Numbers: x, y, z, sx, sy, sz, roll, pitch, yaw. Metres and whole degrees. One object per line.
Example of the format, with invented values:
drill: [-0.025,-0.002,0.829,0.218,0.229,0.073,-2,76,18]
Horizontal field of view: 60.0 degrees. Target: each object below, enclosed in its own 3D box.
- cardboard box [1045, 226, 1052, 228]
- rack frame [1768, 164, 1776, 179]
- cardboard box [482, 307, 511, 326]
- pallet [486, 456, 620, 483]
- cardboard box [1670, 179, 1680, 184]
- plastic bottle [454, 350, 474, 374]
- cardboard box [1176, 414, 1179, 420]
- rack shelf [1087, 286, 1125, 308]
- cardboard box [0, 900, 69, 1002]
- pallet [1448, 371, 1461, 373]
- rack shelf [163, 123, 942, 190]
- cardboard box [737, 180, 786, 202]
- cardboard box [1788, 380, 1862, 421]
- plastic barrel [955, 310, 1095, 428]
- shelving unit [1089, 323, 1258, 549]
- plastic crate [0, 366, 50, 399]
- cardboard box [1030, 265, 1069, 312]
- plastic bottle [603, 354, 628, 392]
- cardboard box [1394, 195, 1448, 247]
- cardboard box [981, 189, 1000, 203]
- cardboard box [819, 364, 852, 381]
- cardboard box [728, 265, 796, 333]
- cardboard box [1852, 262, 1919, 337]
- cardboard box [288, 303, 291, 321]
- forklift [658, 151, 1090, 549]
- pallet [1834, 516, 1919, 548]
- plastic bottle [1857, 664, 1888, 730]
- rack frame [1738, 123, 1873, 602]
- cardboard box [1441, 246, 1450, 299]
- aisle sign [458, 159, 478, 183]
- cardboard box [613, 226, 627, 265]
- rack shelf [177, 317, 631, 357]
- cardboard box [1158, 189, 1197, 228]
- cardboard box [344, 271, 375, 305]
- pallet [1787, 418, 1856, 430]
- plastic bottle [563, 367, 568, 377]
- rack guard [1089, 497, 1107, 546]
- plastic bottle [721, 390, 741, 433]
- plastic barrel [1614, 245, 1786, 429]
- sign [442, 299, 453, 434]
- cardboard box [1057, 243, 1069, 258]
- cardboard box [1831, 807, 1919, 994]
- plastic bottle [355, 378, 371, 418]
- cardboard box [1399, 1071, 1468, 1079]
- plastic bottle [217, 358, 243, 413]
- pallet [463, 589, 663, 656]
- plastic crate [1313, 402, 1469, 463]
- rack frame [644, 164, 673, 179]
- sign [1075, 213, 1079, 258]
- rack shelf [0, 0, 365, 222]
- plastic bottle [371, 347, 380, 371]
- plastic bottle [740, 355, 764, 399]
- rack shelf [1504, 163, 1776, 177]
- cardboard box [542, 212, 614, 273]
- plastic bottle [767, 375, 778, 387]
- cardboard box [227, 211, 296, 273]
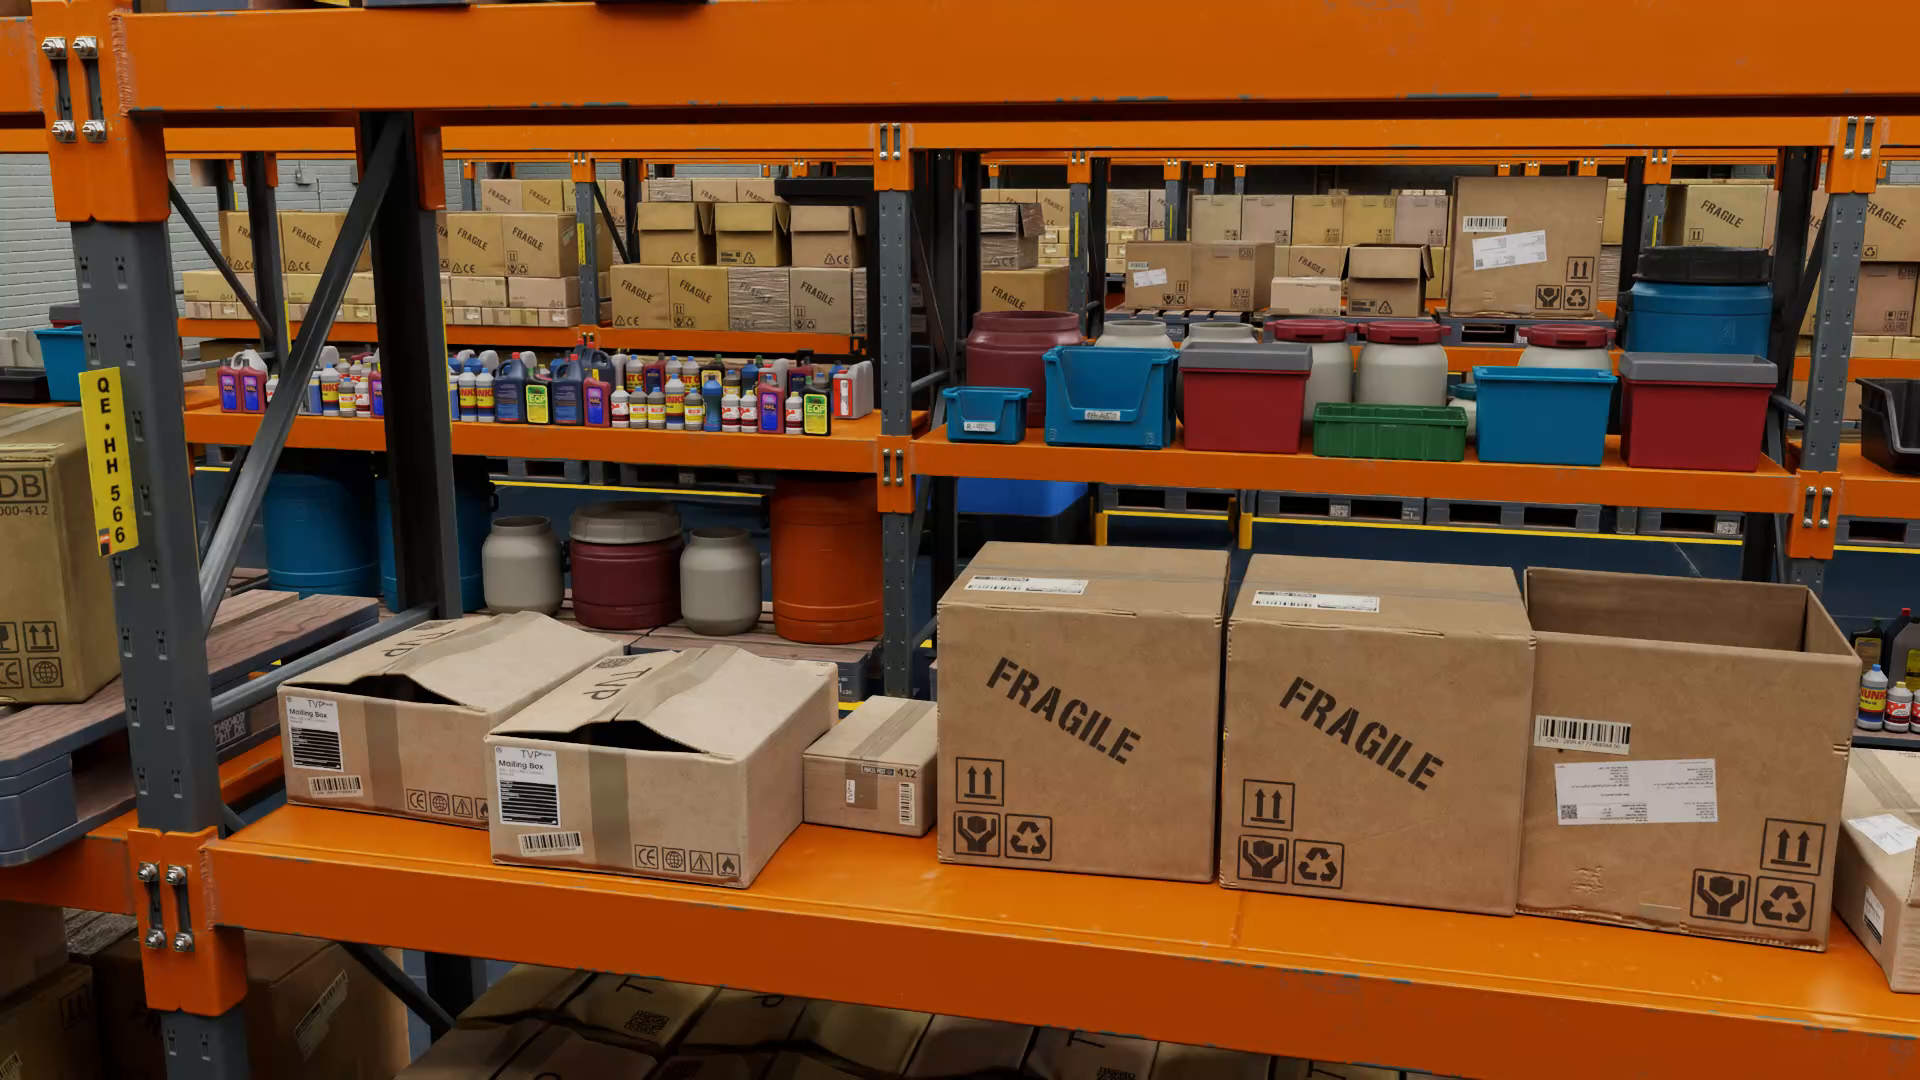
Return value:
cardboard box: [0.860,-3.340,18.099,0.250,0.149,0.380,4,13,16]
rack frame: [12.321,-4.523,25.194,0.127,3.000,1.000,3,13,14]
cardboard box: [-3.763,-1.869,13.811,0.250,0.149,0.380,3,13,13]
pallet: [-3.609,-0.712,14.457,1.213,0.211,1.003,3,13,14]
cardboard box: [8.599,-4.237,20.681,0.500,0.500,0.700,3,13,12]
plastic bottle: [-2.772,-0.918,9.232,0.135,0.276,0.152,3,13,14]
cardboard box: [1.649,-0.774,13.052,0.500,0.500,0.700,2,13,11]
rack shelf: [0.339,-2.600,18.190,4.000,0.370,1.077,3,13,14]
cardboard box: [-2.403,0.911,3.726,0.500,0.250,0.500,4,13,16]
pallet: [6.496,-2.365,21.907,1.213,0.211,1.003,3,13,14]
rack shelf: [-2.134,-1.985,8.493,4.000,0.370,1.077,3,13,14]
cardboard box: [-2.124,-3.705,18.282,0.500,0.500,0.500,3,13,12]
cardboard box: [8.519,-1.667,16.258,0.875,0.875,0.875,3,13,13]
plastic barrel: [0.330,-0.875,8.436,0.708,0.536,0.600,3,13,14]
shelving unit: [1.471,-0.733,11.574,1.083,1.500,0.587,0,13,0]
plastic crate: [-5.227,-0.873,9.238,0.590,0.125,0.437,3,13,14]
cardboard box: [0.587,-1.941,13.328,0.500,0.500,0.500,3,13,15]
plastic bottle: [-1.882,-0.870,9.018,0.135,0.276,0.152,3,13,14]
cardboard box: [4.690,-3.254,16.937,0.500,0.500,0.700,3,13,14]
cardboard box: [0.344,-4.535,22.708,0.500,0.500,0.500,3,13,13]
cardboard box: [-0.535,-1.066,13.548,0.875,0.875,1.225,3,13,14]
cardboard box: [-1.529,-1.938,13.313,0.500,0.500,0.500,3,13,12]
cardboard box: [6.286,-1.722,11.652,0.500,0.500,0.875,3,13,14]
cardboard box: [-5.756,-1.975,14.291,0.250,0.149,0.380,3,13,13]
forklift: [-0.648,-1.481,11.643,3.031,2.935,1.130,4,13,17]
pallet: [6.726,-0.151,11.926,1.213,0.211,1.003,3,13,14]
plastic bottle: [3.895,0.665,7.094,0.097,0.271,0.097,0,13,0]
rack frame: [3.691,-0.561,7.337,0.127,3.000,1.000,3,13,14]
cardboard box: [5.103,-2.686,16.685,0.500,0.500,0.500,3,13,13]
aisle sign: [-5.629,-4.473,18.967,0.004,0.787,0.394,3,13,14]
cardboard box: [-3.622,-3.300,18.765,0.500,0.500,0.500,3,13,12]
rack shelf: [-4.831,-1.770,14.448,4.000,0.370,1.077,3,13,14]
cardboard box: [2.948,-4.508,22.588,0.500,0.500,0.500,3,13,12]
cardboard box: [-4.871,-2.137,14.101,0.500,0.250,0.500,3,13,12]
pallet: [8.072,-1.160,16.475,1.213,0.211,1.003,3,13,14]
plastic bottle: [-1.942,-0.742,8.422,0.133,0.283,0.061,3,13,14]
rack guard: [0.973,-0.123,11.713,0.087,0.250,0.587,0,13,0]
plastic bottle: [-1.114,-0.630,8.105,0.097,0.201,0.097,0,13,0]
plastic barrel: [3.388,-0.889,7.660,0.708,0.901,0.600,3,13,14]
sign: [-1.253,-0.409,3.980,0.005,0.325,0.100,3,13,14]
cardboard box: [1.176,-3.032,17.398,0.250,0.149,0.380,3,13,15]
cardboard box: [1.603,0.539,2.689,0.258,0.266,0.396,3,13,12]
plastic bottle: [-3.068,-0.734,8.576,0.097,0.201,0.097,0,13,0]
cardboard box: [1.171,1.217,3.409,0.500,0.311,0.500,3,13,12]
plastic bottle: [-3.822,-0.810,8.730,0.133,0.283,0.061,3,13,14]
pallet: [-2.149,0.497,9.007,1.213,0.211,1.003,3,13,14]
plastic crate: [1.932,-0.488,7.499,0.662,0.188,0.450,3,13,14]
rack frame: [-4.399,-4.309,24.231,0.127,3.000,1.000,3,13,14]
sign: [0.864,-2.258,12.315,0.005,0.325,0.100,3,13,14]
rack shelf: [-3.325,-0.944,3.799,4.000,0.370,1.077,3,13,14]
plastic bottle: [-3.140,-0.943,9.172,0.185,0.351,0.144,3,13,14]
plastic bottle: [-1.104,-0.843,8.875,0.133,0.283,0.061,3,13,14]
rack shelf: [10.379,-5.740,25.415,4.000,0.370,1.077,3,13,14]
cardboard box: [-3.293,-2.534,14.160,0.500,0.500,0.500,3,13,14]
plastic bottle: [-0.996,-0.759,8.687,0.097,0.201,0.097,0,13,0]
cardboard box: [-5.886,-2.556,14.256,0.500,0.500,0.500,3,13,12]
